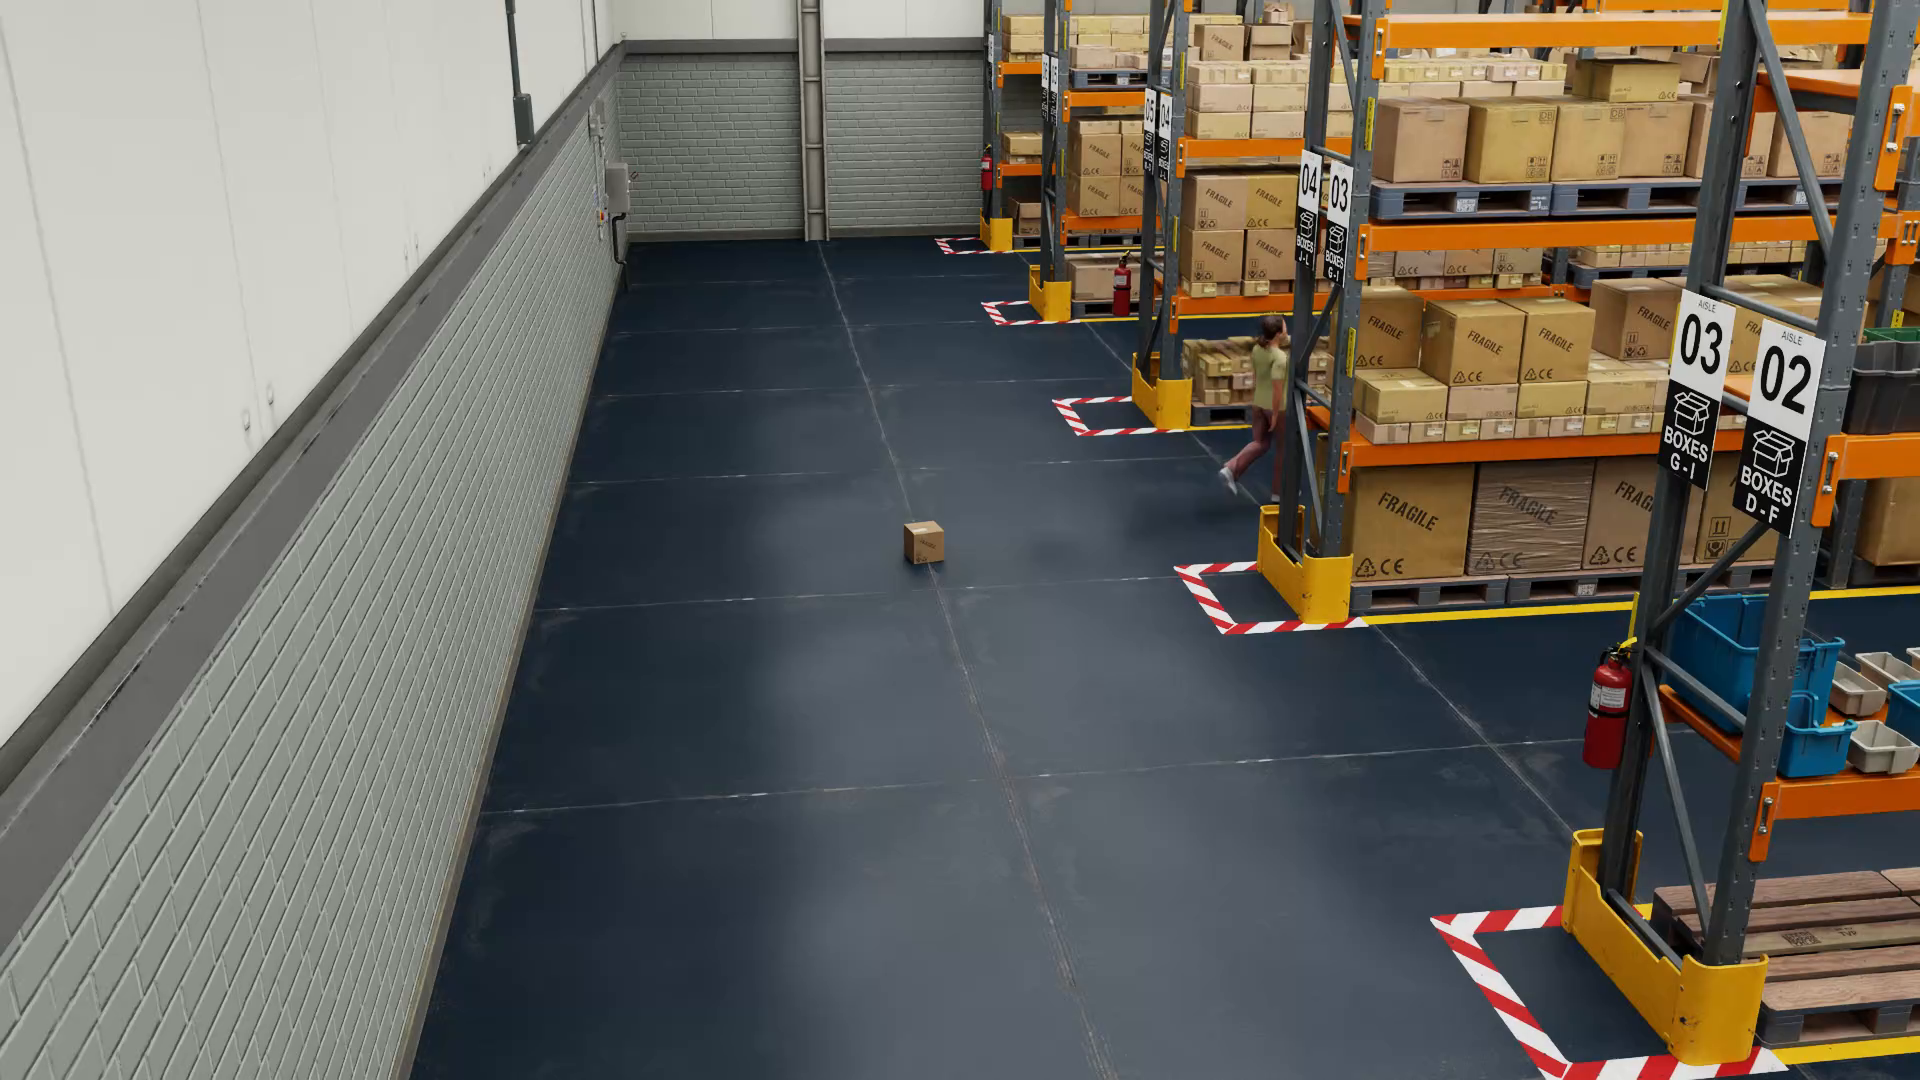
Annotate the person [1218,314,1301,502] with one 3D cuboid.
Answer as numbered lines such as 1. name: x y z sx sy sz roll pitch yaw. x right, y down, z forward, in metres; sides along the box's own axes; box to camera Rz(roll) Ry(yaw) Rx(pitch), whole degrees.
1. person: 2.591 -1.103 14.070 0.788 1.645 0.442 -12 23 -29
